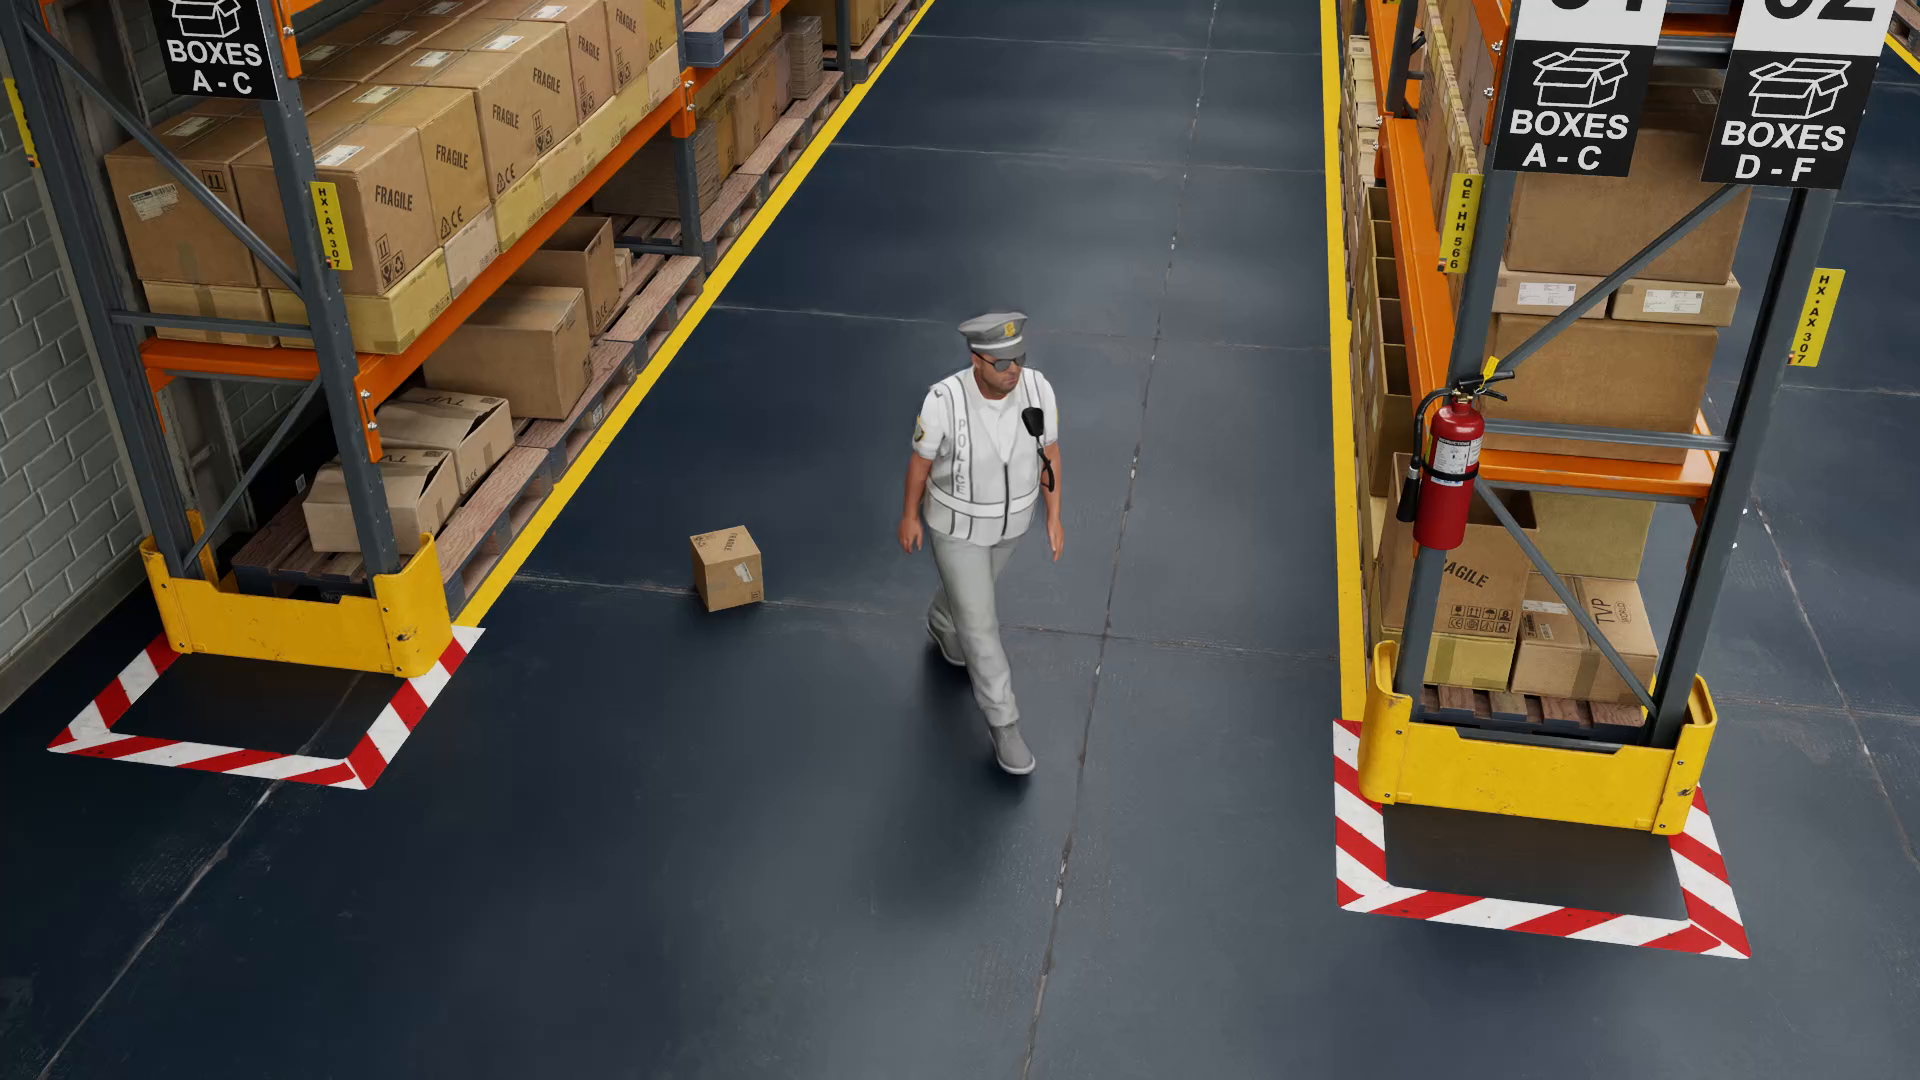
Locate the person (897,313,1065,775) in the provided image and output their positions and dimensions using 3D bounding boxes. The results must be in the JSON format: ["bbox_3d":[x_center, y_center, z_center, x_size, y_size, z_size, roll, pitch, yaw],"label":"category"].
[{"bbox_3d":[0.123,-0.087,6.249,0.570,1.689,1.046,-18,36,-26],"label":"person"}]
